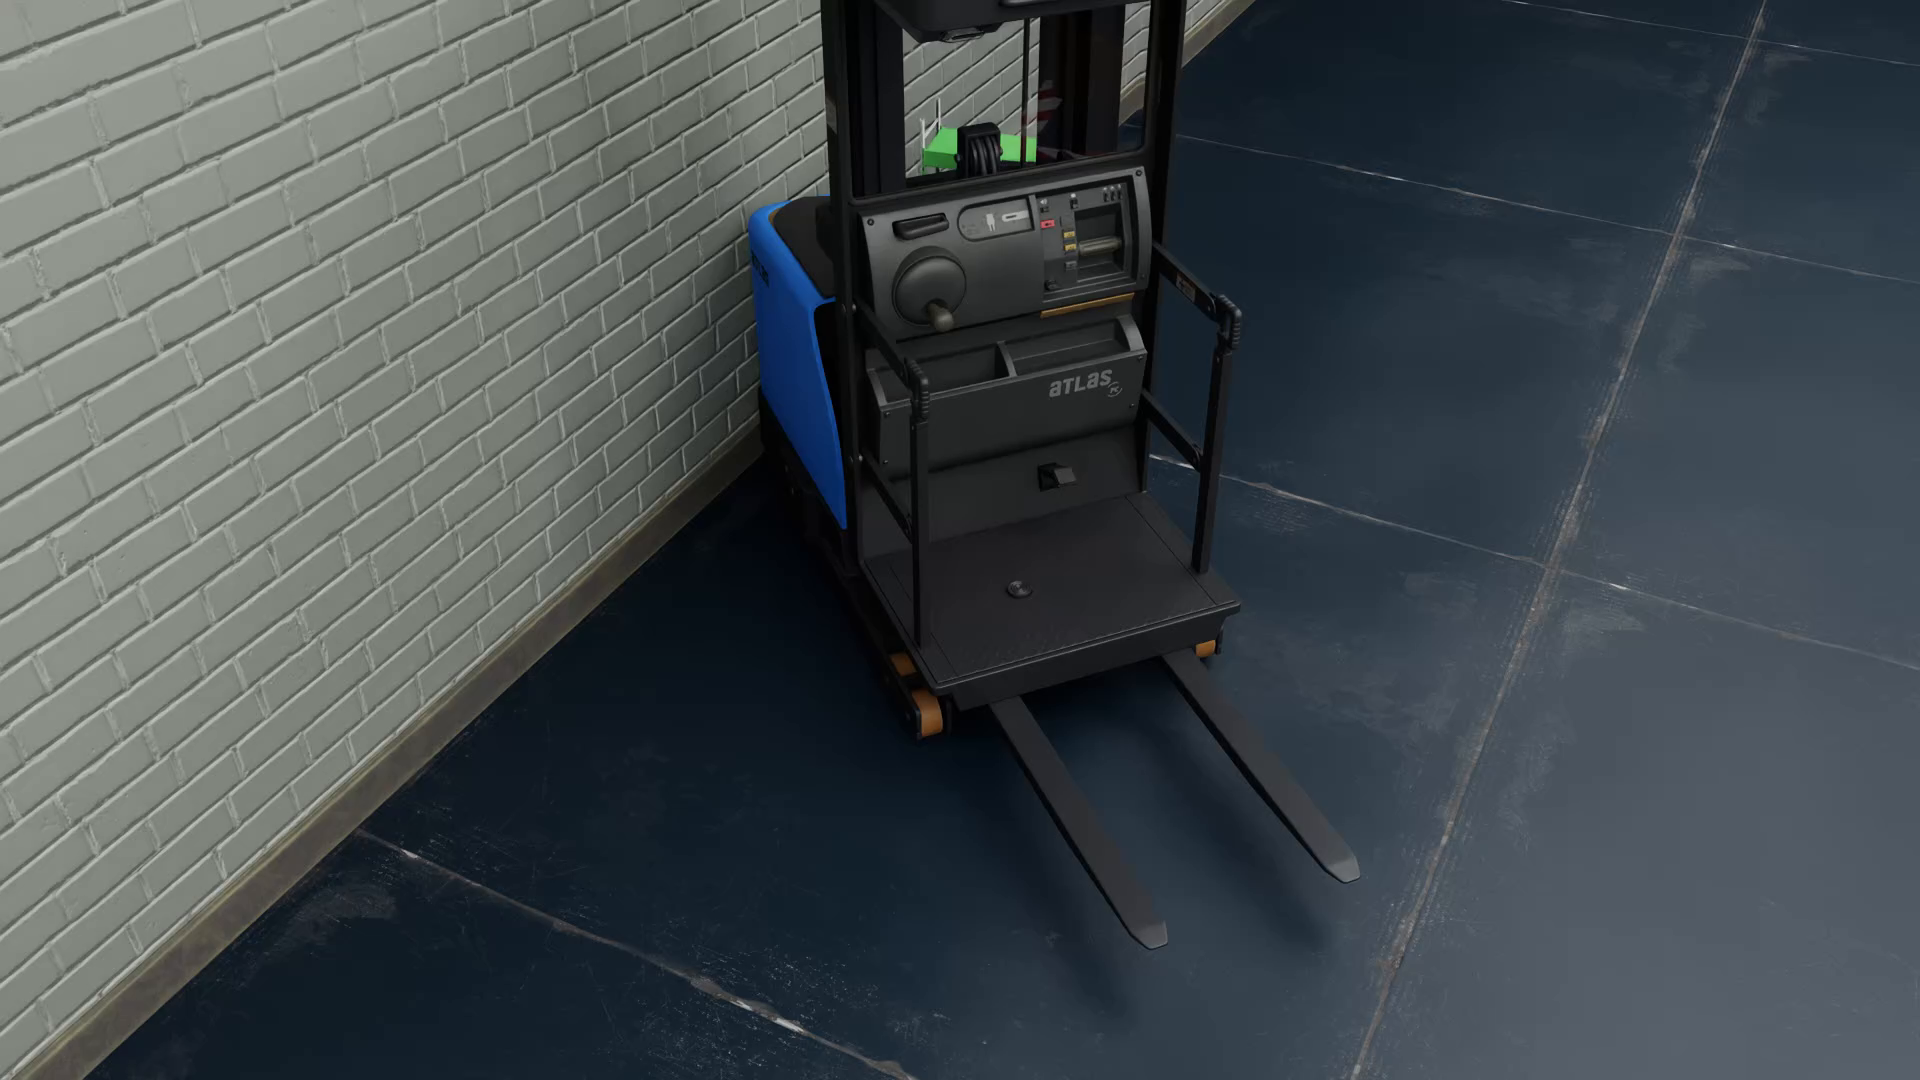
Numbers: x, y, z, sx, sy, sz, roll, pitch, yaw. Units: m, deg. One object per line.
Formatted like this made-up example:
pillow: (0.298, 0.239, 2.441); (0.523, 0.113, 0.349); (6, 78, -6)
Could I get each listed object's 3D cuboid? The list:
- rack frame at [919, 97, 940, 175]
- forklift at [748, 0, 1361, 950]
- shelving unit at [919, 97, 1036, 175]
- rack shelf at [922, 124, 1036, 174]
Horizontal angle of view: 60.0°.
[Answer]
rack frame: (-0.121, -1.199, 6.834); (0.015, 1.200, 0.240); (10, 38, 12)
forklift: (0.237, -0.819, 4.904); (1.130, 2.935, 3.031); (-14, 39, -18)
shelving unit: (0.114, -1.159, 6.782); (0.503, 1.200, 0.258); (10, 38, 12)
rack shelf: (0.115, -1.494, 6.534); (0.480, 0.148, 0.258); (10, 38, 12)
